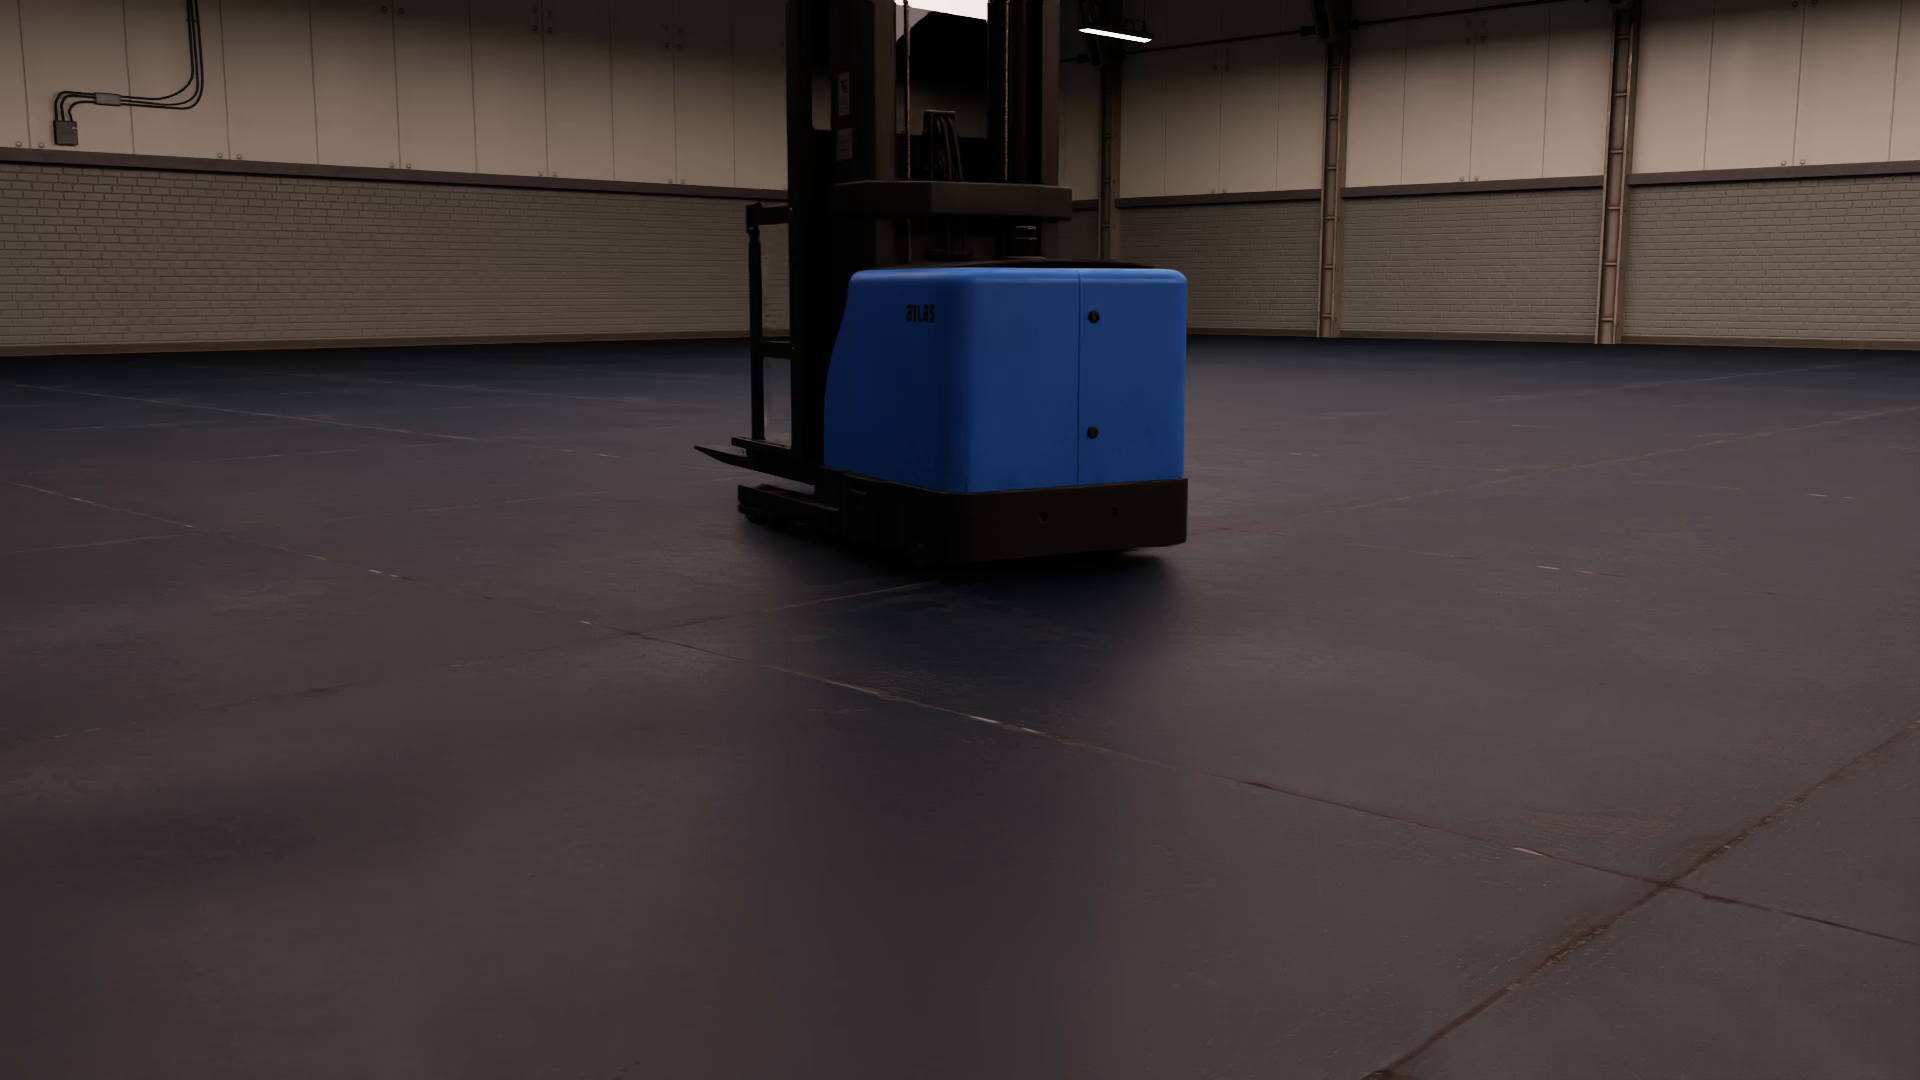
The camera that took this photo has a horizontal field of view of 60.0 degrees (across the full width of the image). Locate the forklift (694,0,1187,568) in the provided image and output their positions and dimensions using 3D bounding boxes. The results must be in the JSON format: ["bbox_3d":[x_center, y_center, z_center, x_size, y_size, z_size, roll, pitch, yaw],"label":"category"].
[{"bbox_3d":[-0.311,-1.529,7.026,1.130,2.935,3.031,-5,10,-29],"label":"forklift"}]
